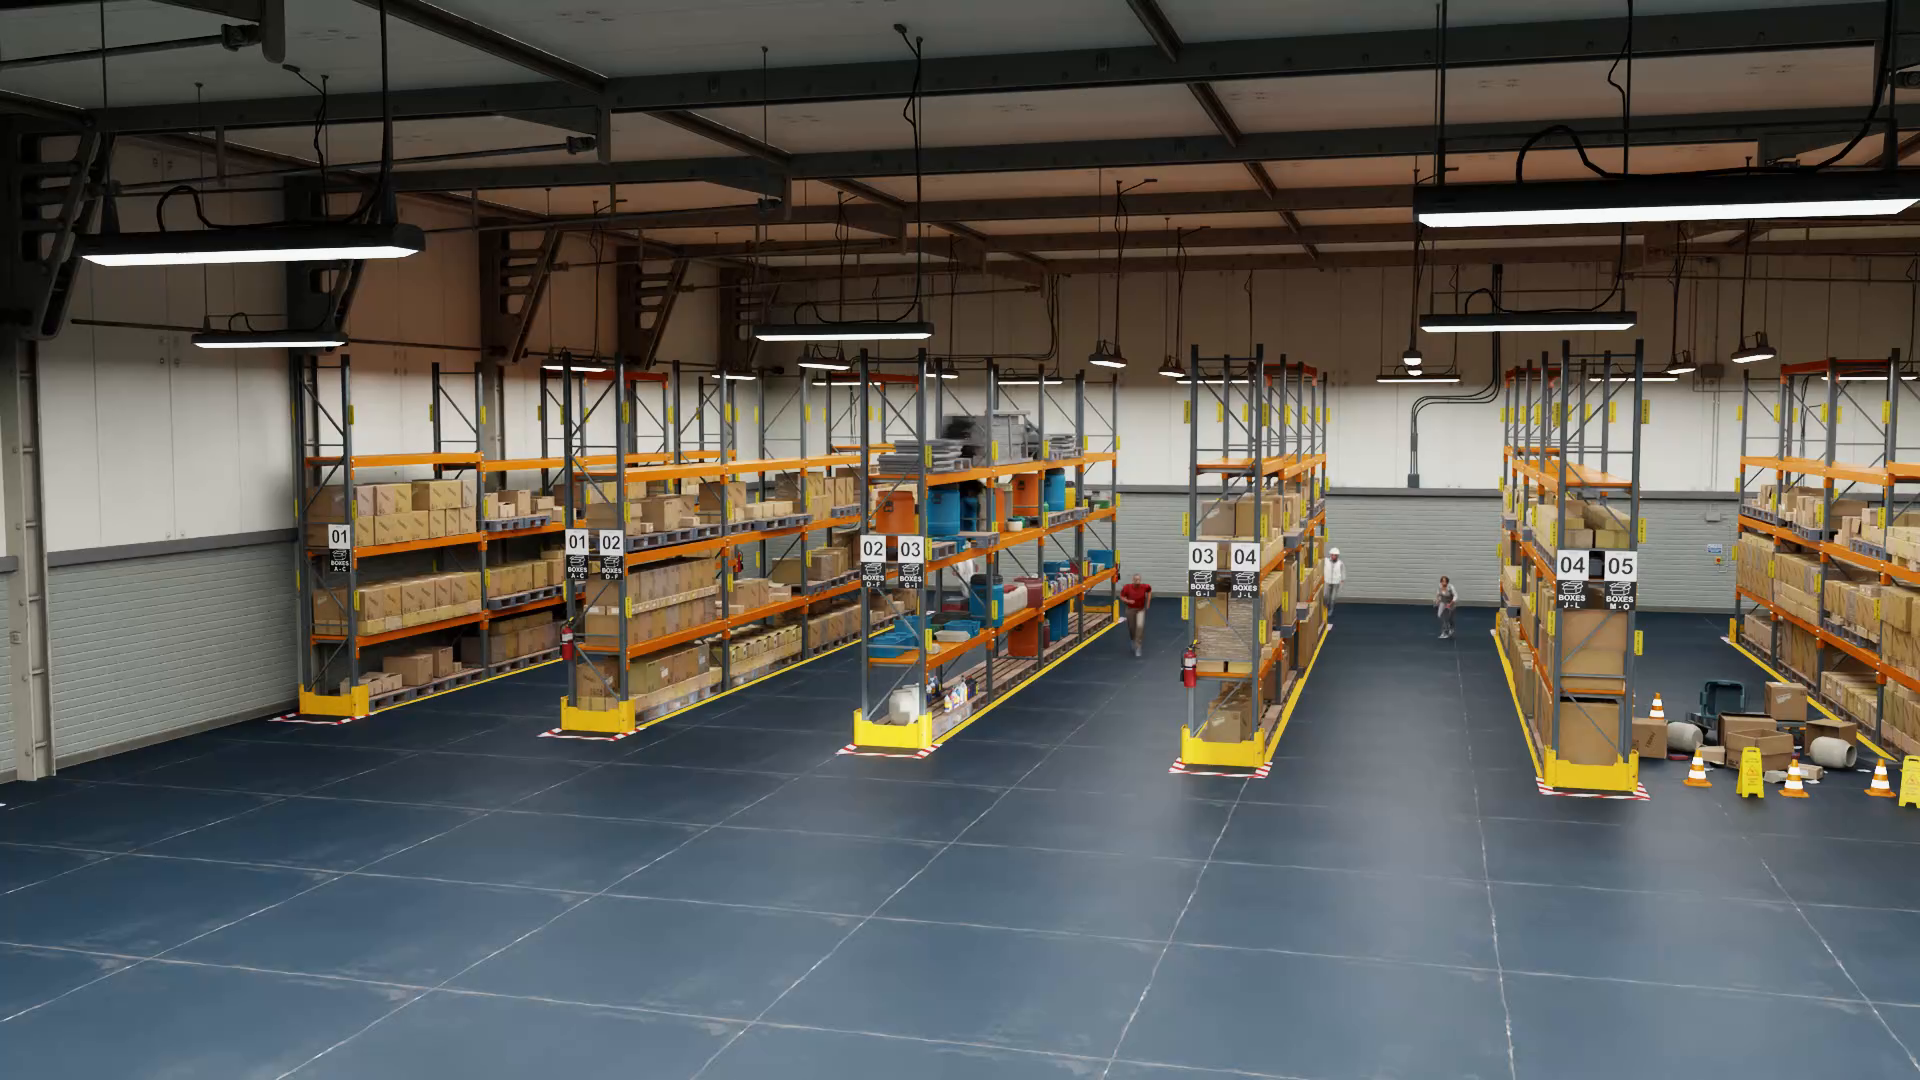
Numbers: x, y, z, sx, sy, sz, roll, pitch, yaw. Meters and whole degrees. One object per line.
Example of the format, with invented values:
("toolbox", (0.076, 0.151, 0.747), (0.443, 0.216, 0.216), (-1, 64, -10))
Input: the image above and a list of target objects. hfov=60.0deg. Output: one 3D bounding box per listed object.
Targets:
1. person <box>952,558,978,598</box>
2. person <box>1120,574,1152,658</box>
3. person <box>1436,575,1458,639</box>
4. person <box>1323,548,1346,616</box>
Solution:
("person", (0.168, 1.033, 41.370), (0.757, 1.744, 0.664), (0, 4, -6))
("person", (3.685, 1.556, 34.867), (0.667, 1.750, 1.040), (1, 4, 7))
("person", (10.958, 1.476, 37.257), (0.543, 1.437, 0.987), (3, 5, 36))
("person", (9.234, 1.041, 41.348), (0.691, 1.726, 0.648), (1, 4, 9))
